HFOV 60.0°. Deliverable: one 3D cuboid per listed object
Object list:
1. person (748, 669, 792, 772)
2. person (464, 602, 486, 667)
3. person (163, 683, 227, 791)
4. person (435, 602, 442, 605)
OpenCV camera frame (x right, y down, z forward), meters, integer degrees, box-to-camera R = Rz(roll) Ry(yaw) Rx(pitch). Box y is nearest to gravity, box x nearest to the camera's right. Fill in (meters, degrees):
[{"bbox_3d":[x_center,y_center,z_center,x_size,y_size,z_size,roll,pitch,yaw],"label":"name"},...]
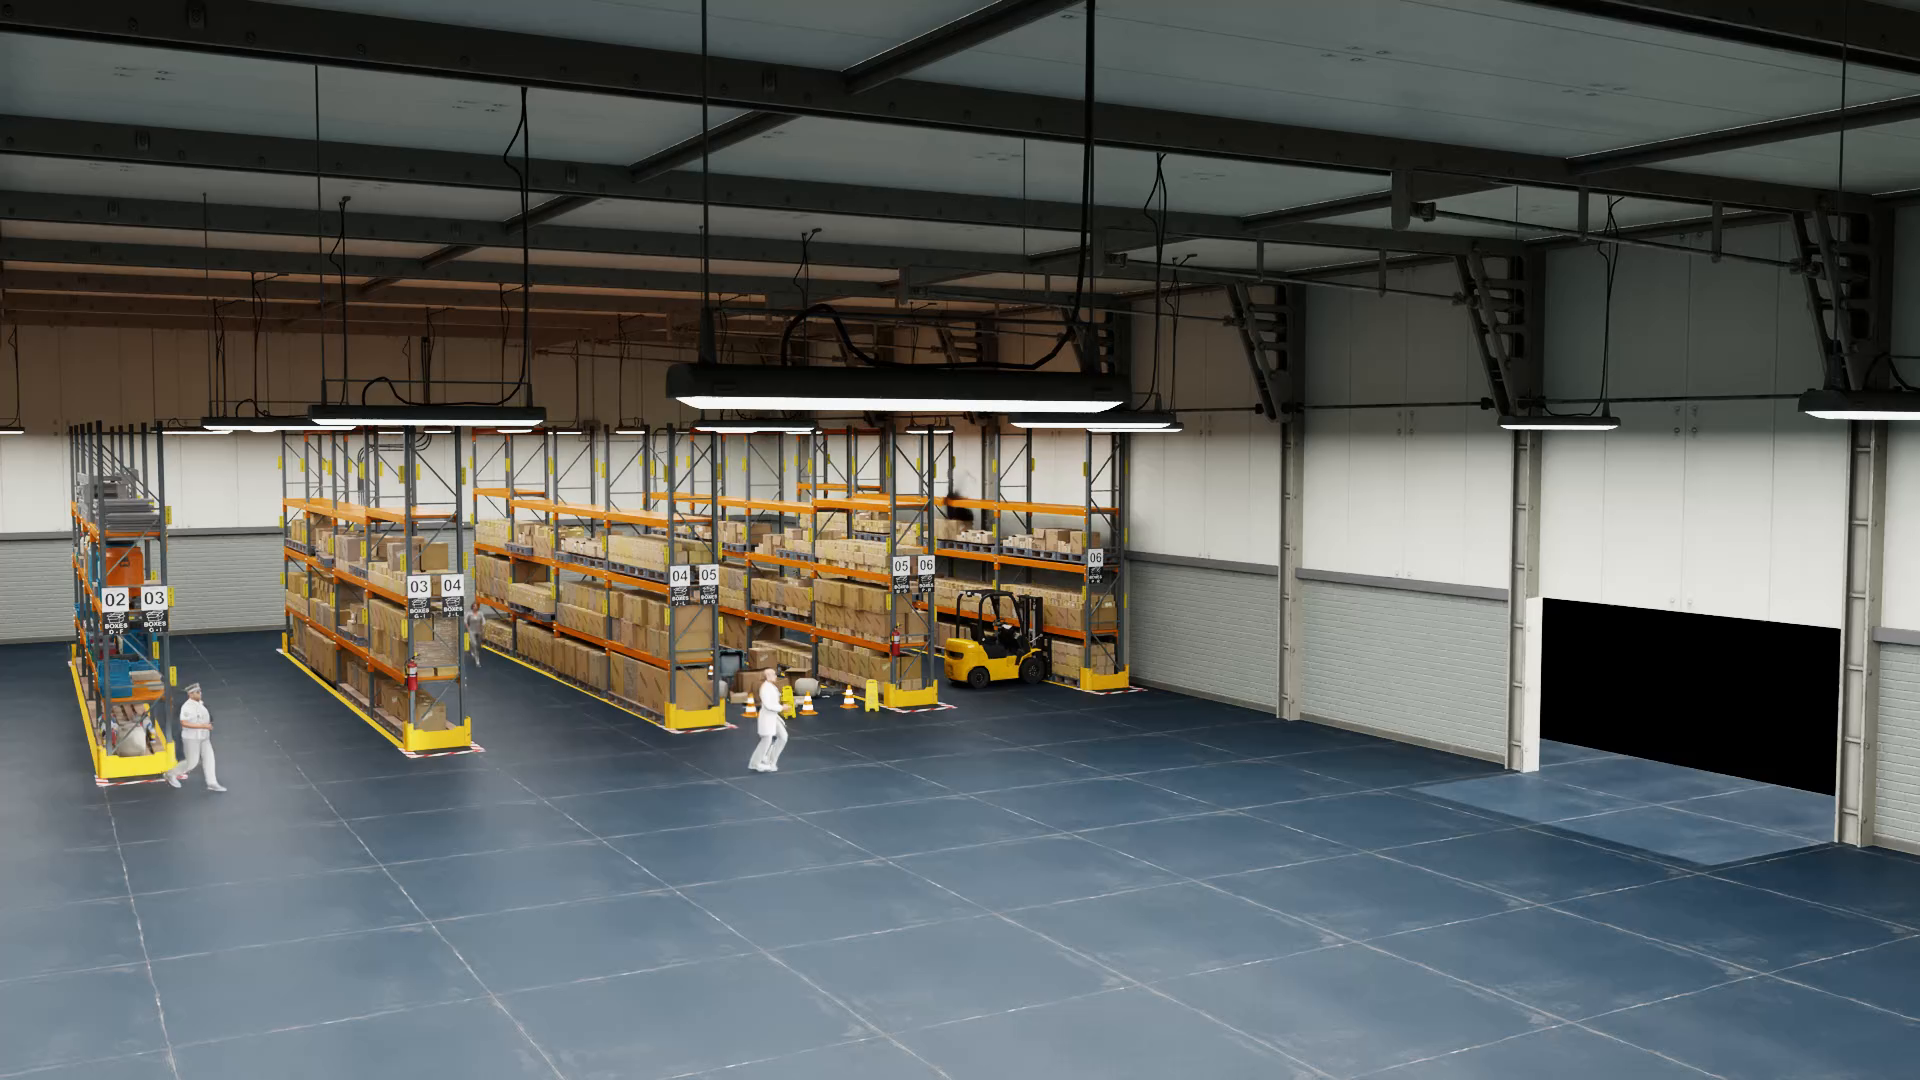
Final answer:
[{"bbox_3d":[-3.228,3.200,28.385,0.780,1.624,0.740,1,4,9],"label":"person"},{"bbox_3d":[-12.205,2.356,41.901,0.508,1.590,1.025,-2,4,-31],"label":"person"},{"bbox_3d":[-12.314,3.180,26.752,0.963,1.783,0.677,0,4,2],"label":"person"},{"bbox_3d":[-13.839,2.128,44.557,0.562,1.686,0.808,-2,4,-27],"label":"person"}]
